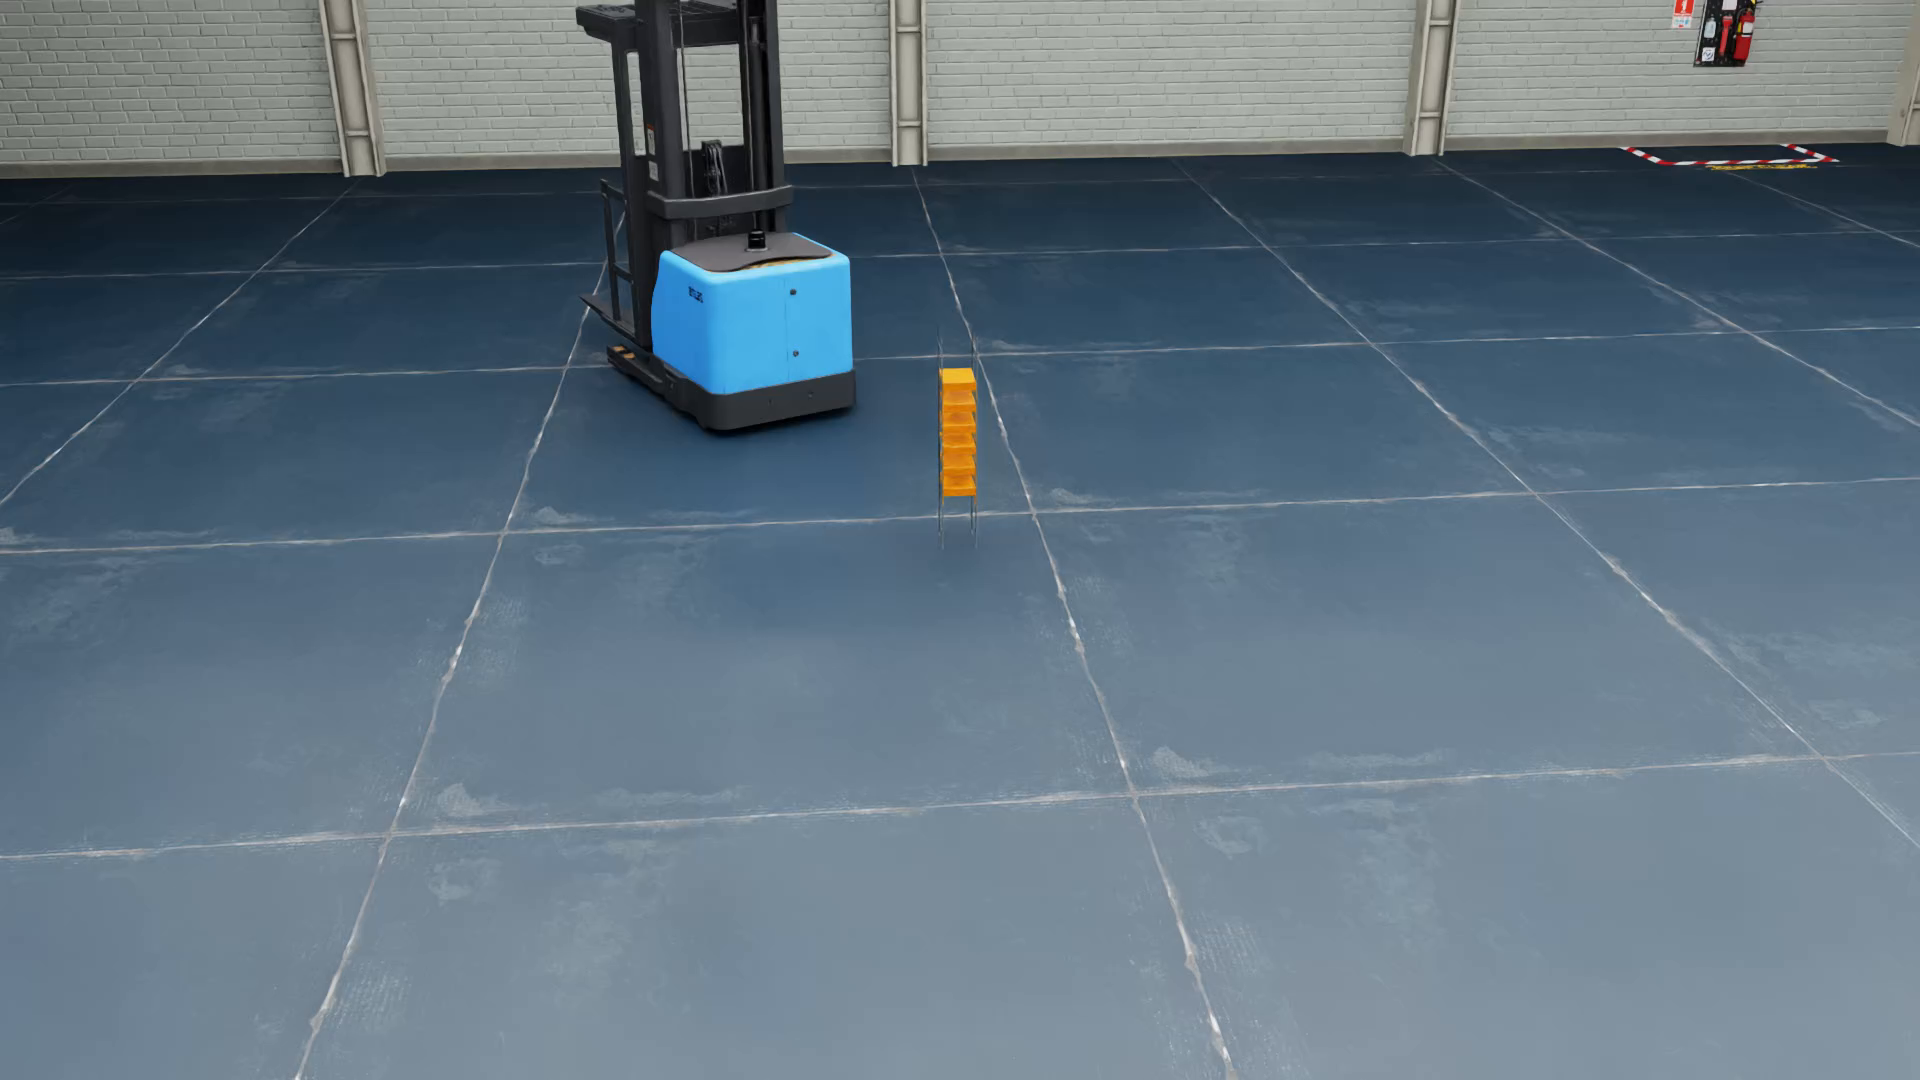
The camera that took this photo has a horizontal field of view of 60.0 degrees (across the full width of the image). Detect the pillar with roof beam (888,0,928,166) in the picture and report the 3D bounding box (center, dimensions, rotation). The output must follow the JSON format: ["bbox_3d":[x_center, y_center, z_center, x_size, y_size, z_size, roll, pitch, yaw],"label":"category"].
[{"bbox_3d":[-0.153,-6.645,13.121,0.400,9.000,9.100,-2,24,-5],"label":"pillar with roof beam"}]

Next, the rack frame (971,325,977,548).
[{"bbox_3d":[0.077,-0.551,9.013,0.006,1.200,0.240,-2,24,-5],"label":"rack frame"}]

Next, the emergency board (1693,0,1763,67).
[{"bbox_3d":[8.903,-6.040,19.145,0.643,1.169,0.194,-2,24,-5],"label":"emergency board"}]

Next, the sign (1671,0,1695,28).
[{"bbox_3d":[8.342,-6.076,19.182,0.234,0.329,0.001,-2,24,-5],"label":"sign"}]

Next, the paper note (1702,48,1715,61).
[{"bbox_3d":[8.720,-5.658,19.371,0.142,0.148,0.016,-2,24,-5],"label":"paper note"}]

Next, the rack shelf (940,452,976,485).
[{"bbox_3d":[-0.014,-0.397,9.072,0.180,0.103,0.258,-2,24,-5],"label":"rack shelf"}]

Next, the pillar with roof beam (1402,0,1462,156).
[{"bbox_3d":[5.818,-6.885,13.660,0.400,9.000,9.100,-2,24,-5],"label":"pillar with roof beam"}]

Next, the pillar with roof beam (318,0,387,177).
[{"bbox_3d":[-6.124,-6.406,12.583,0.400,9.000,9.100,-2,24,-5],"label":"pillar with roof beam"}]

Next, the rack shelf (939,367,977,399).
[{"bbox_3d":[-0.014,-0.836,8.877,0.180,0.103,0.258,-2,24,-5],"label":"rack shelf"}]

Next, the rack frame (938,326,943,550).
[{"bbox_3d":[-0.105,-0.544,8.997,0.006,1.200,0.240,-2,24,-5],"label":"rack frame"}]

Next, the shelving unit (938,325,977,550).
[{"bbox_3d":[-0.014,-0.548,9.005,0.189,1.200,0.258,-2,24,-5],"label":"shelving unit"}]

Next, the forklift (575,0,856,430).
[{"bbox_3d":[-1.895,-2.597,11.484,1.130,2.935,3.031,-14,28,-28],"label":"forklift"}]

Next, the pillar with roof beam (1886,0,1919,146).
[{"bbox_3d":[11.789,-7.124,14.199,0.400,9.000,9.100,-2,24,-5],"label":"pillar with roof beam"}]

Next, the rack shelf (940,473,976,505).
[{"bbox_3d":[-0.014,-0.288,9.121,0.180,0.103,0.258,-2,24,-5],"label":"rack shelf"}]

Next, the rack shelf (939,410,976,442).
[{"bbox_3d":[-0.014,-0.617,8.974,0.180,0.103,0.258,-2,24,-5],"label":"rack shelf"}]

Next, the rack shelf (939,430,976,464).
[{"bbox_3d":[-0.014,-0.507,9.023,0.180,0.103,0.258,-2,24,-5],"label":"rack shelf"}]

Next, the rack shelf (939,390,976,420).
[{"bbox_3d":[-0.014,-0.726,8.926,0.180,0.103,0.258,-2,24,-5],"label":"rack shelf"}]
